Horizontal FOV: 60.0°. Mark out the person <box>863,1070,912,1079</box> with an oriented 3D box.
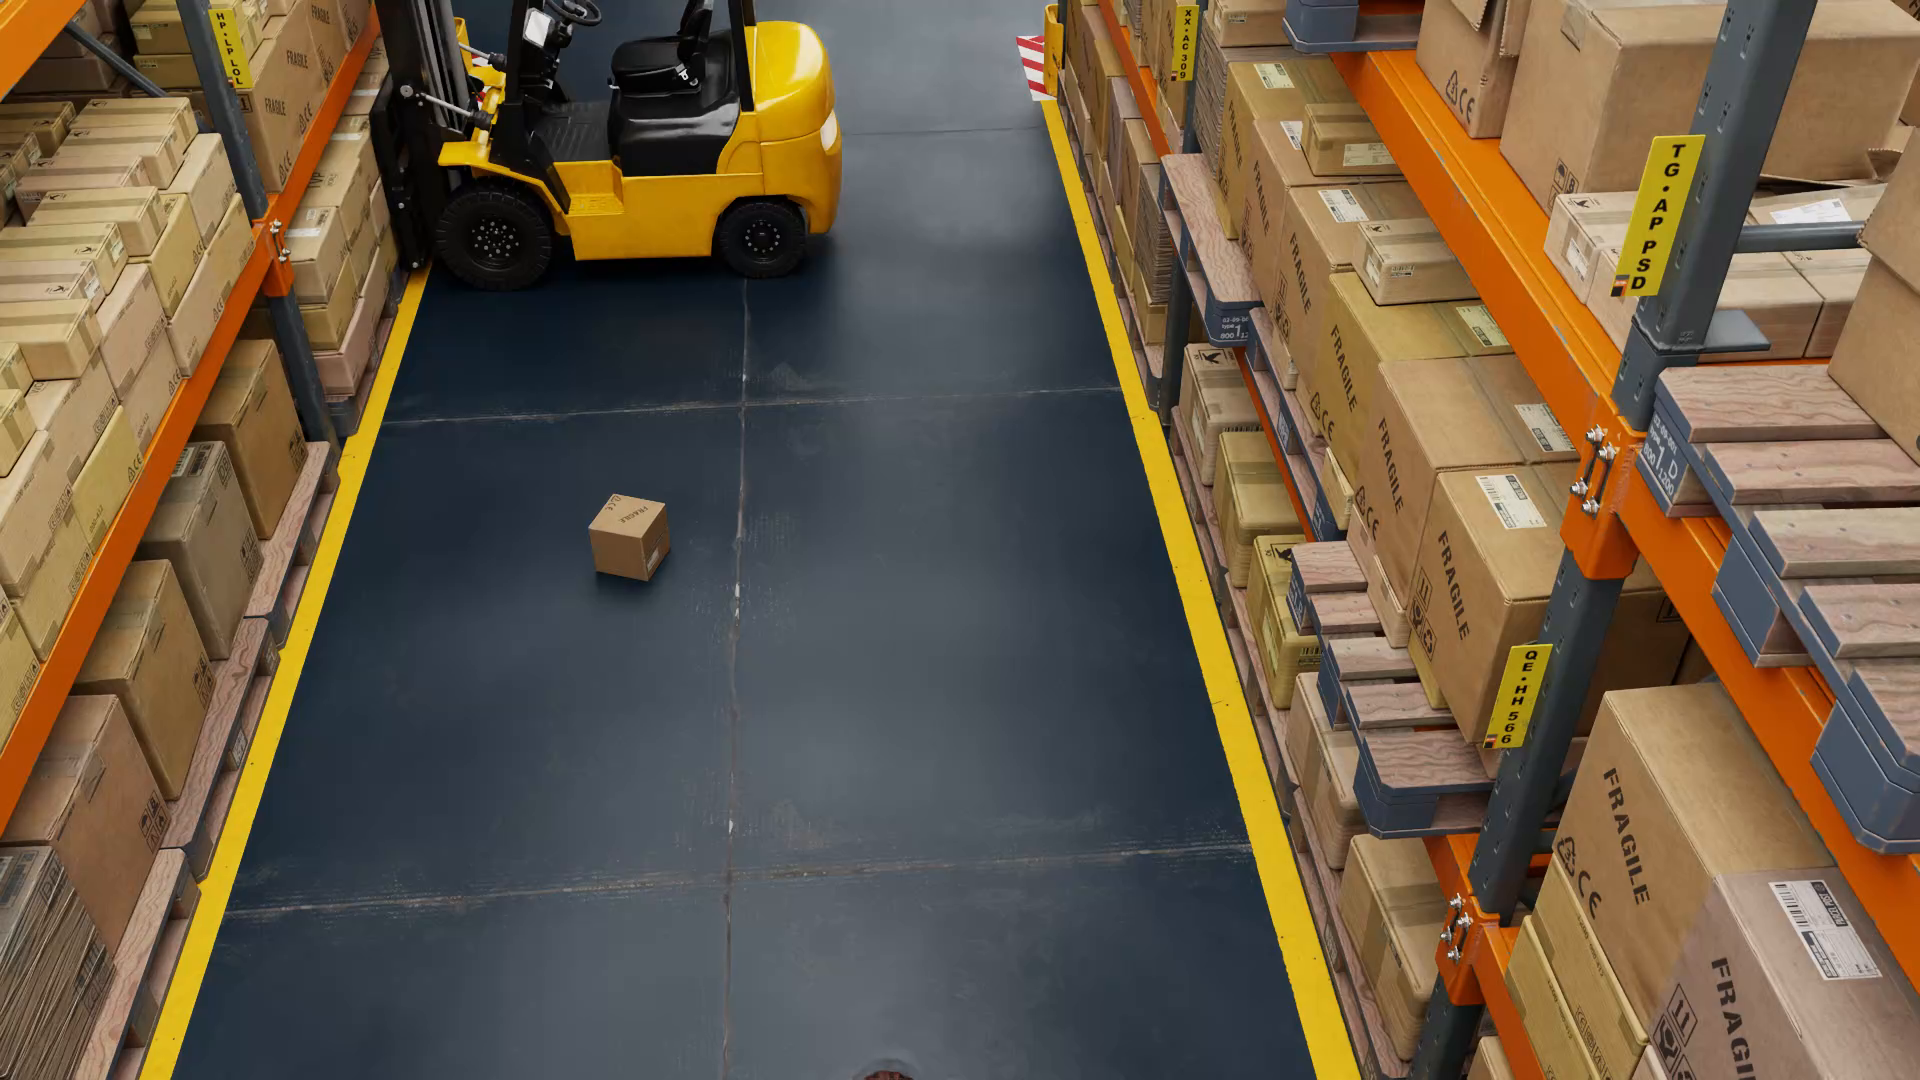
[{"bbox_3d":[-0.118,1.828,3.911,0.457,1.620,0.965,-5,40,-6],"label":"person"}]
